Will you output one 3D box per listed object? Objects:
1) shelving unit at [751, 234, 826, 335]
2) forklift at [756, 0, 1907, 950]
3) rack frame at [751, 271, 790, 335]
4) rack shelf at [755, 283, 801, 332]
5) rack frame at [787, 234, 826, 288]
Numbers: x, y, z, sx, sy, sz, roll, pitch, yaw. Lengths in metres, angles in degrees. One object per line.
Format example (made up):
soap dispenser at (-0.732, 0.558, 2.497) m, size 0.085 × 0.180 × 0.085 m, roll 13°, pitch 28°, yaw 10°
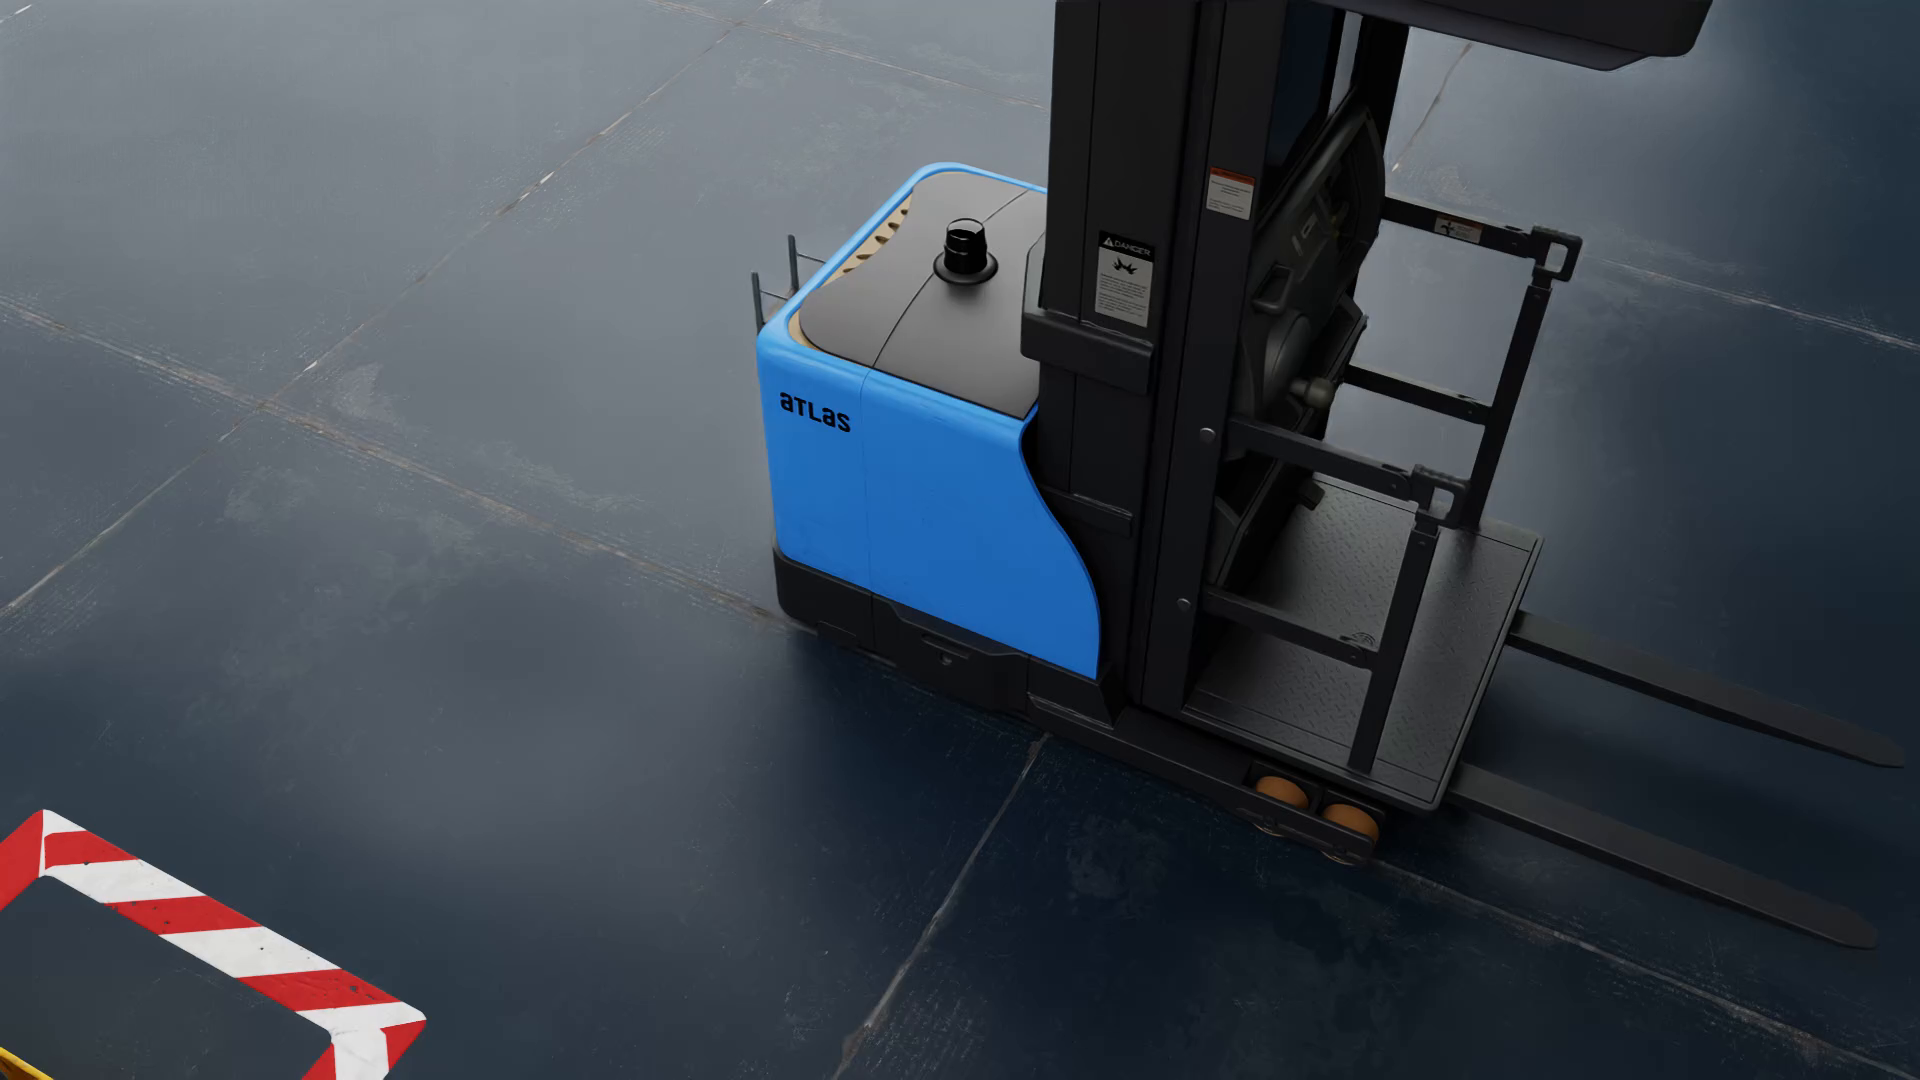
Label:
shelving unit at (-0.442, -0.476, 5.087) m, size 0.258 × 0.900 × 0.210 m, roll 20°, pitch 49°, yaw 18°
forklift at (1.002, -0.608, 3.790) m, size 3.031 × 2.935 × 1.130 m, roll 21°, pitch 49°, yaw 19°
rack frame at (-0.488, -0.411, 5.024) m, size 0.240 × 0.900 × 0.006 m, roll 20°, pitch 49°, yaw 18°
rack shelf at (-0.442, -0.642, 4.919) m, size 0.258 × 0.077 × 0.200 m, roll 20°, pitch 49°, yaw 18°
rack frame at (-0.397, -0.540, 5.151) m, size 0.240 × 0.900 × 0.006 m, roll 20°, pitch 49°, yaw 18°
